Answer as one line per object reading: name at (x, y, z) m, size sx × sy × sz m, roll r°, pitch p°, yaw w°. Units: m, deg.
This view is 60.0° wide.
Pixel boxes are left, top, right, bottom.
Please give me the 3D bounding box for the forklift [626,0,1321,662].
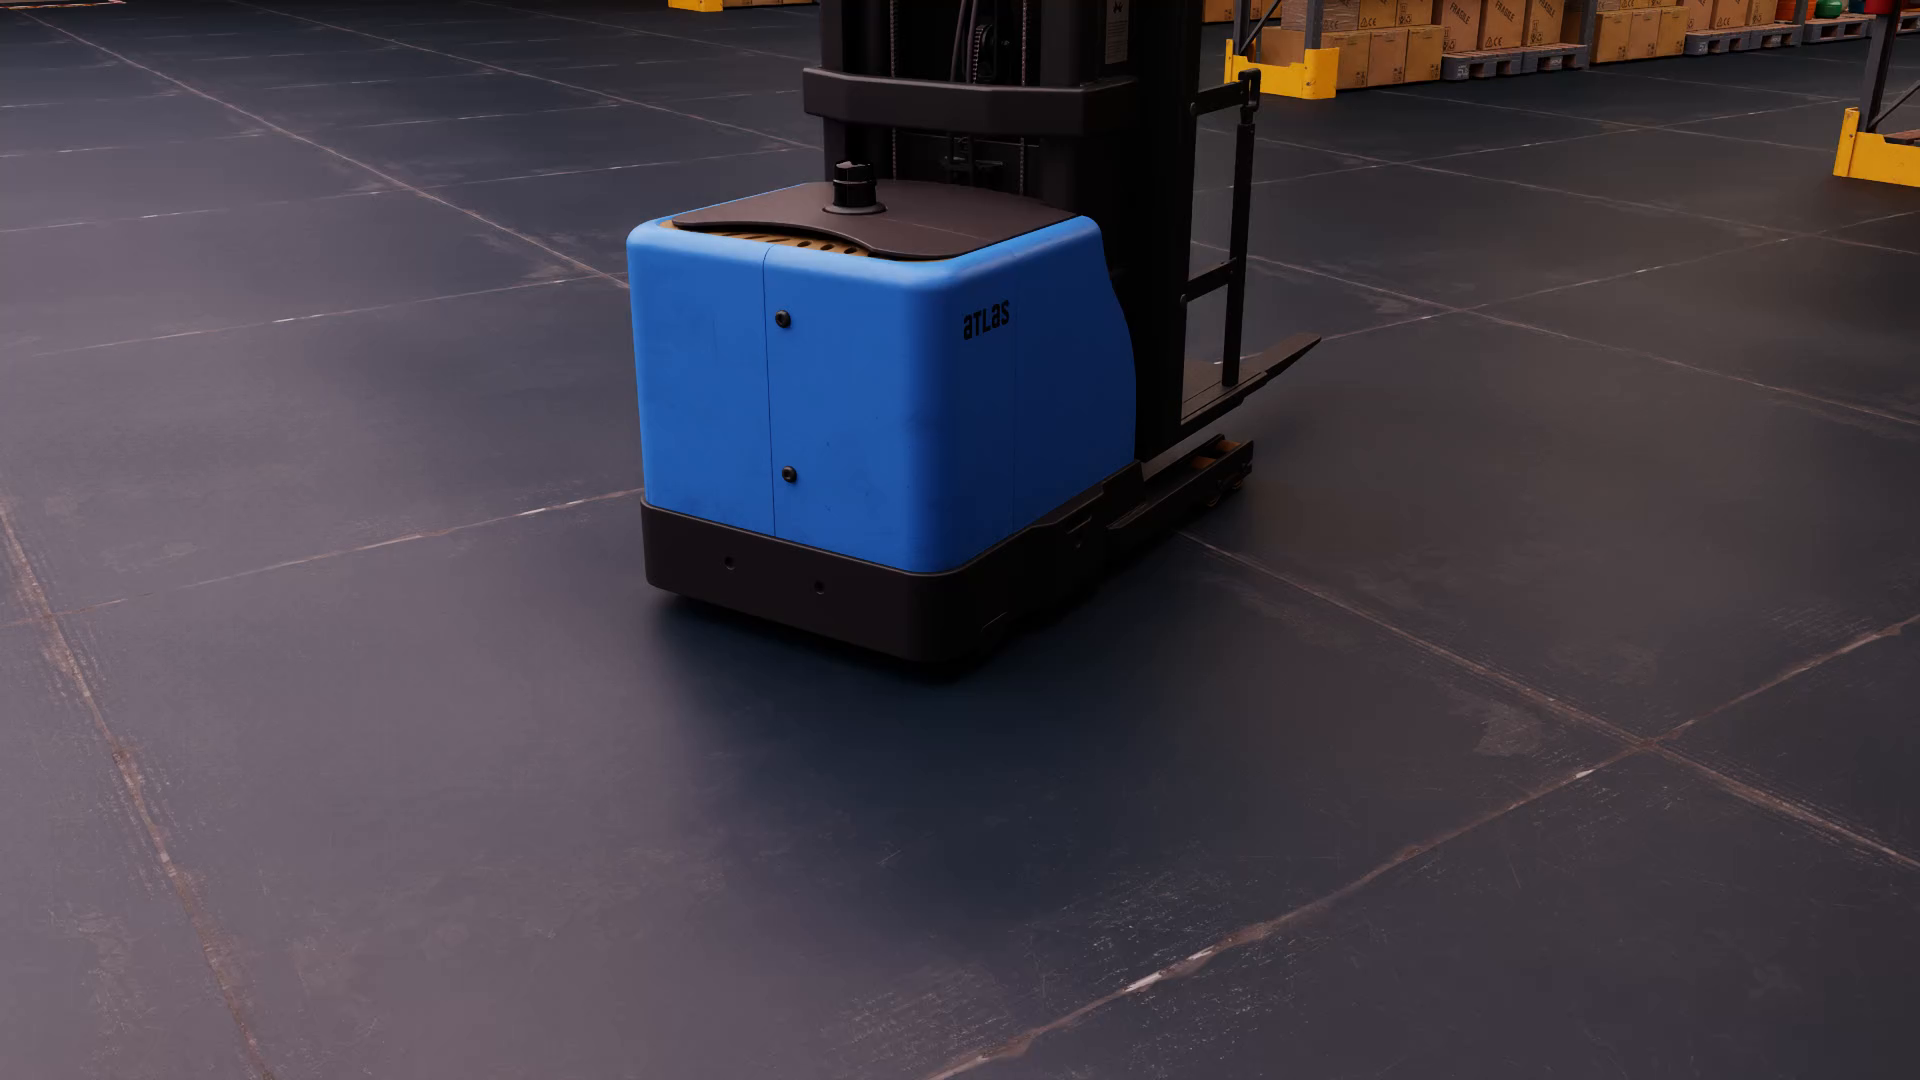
forklift at (0.329, -1.551, 5.087) m, size 1.130 × 2.935 × 3.031 m, roll 14°, pitch 26°, yaw 30°
